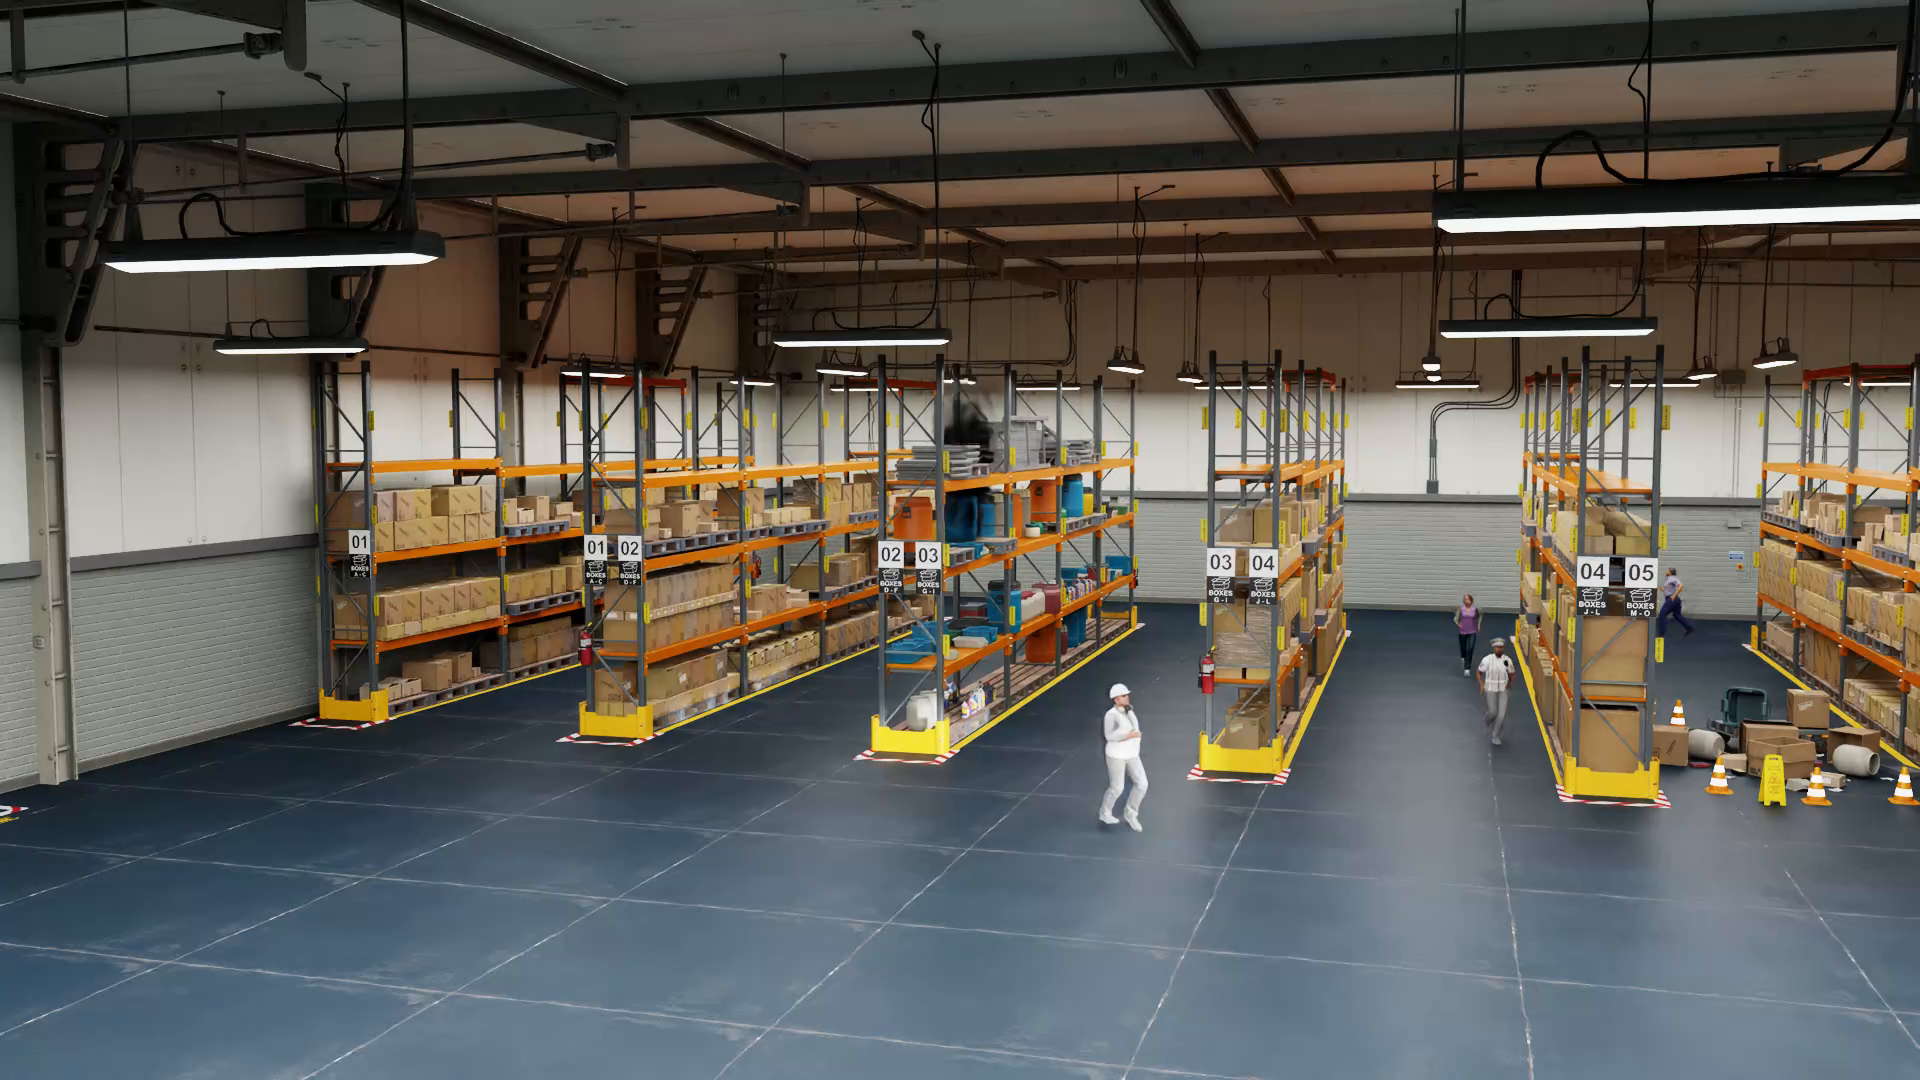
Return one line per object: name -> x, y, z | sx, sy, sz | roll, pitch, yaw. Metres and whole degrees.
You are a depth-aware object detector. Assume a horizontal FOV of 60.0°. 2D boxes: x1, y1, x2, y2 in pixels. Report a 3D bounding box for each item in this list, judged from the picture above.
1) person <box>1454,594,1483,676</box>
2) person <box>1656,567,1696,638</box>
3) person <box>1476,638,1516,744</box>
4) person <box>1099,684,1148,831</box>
person -> 10.078, 1.864, 33.001 | 0.552, 1.592, 0.849 | 1, 4, 17
person -> 16.421, 1.462, 38.174 | 0.888, 1.692, 0.613 | 2, 5, 26
person -> 8.332, 2.339, 25.795 | 0.574, 1.658, 0.558 | 0, 4, 7
person -> 2.009, 2.668, 20.361 | 0.637, 1.814, 0.711 | -4, 6, -42
